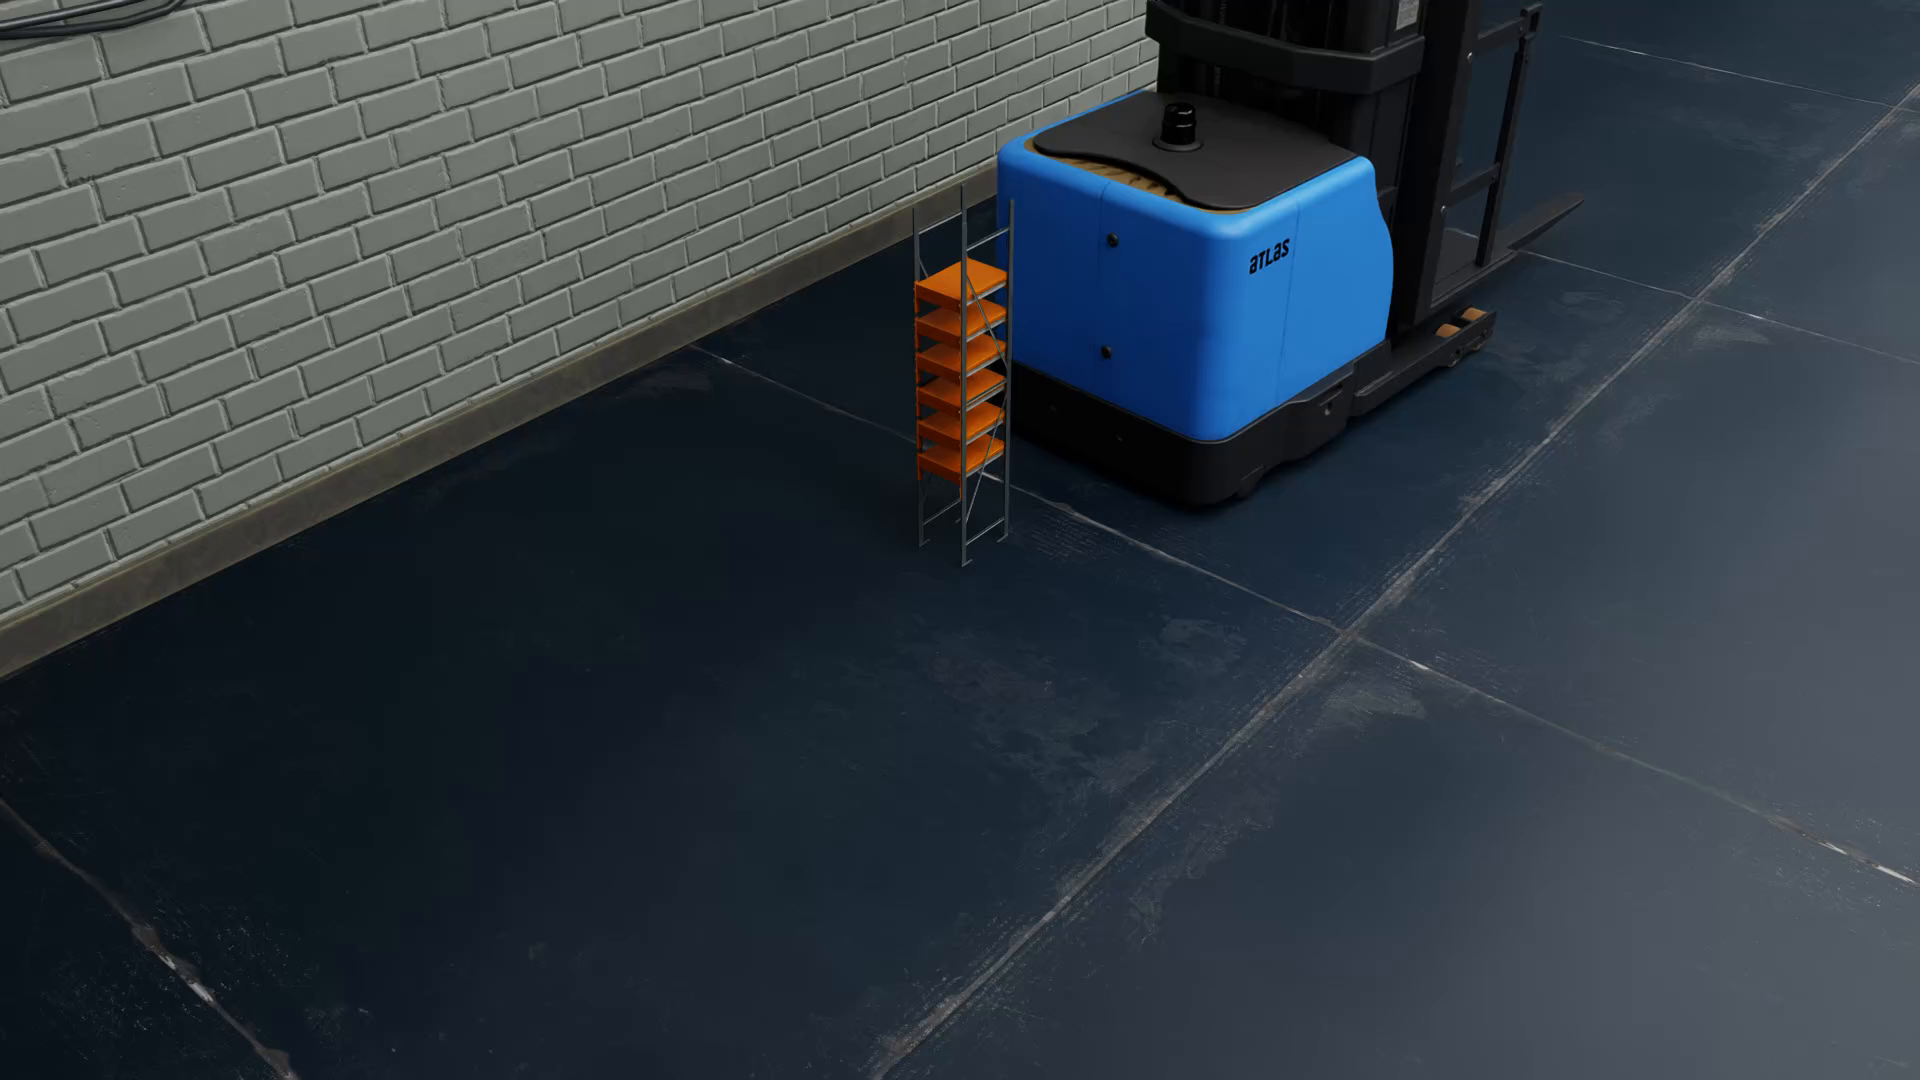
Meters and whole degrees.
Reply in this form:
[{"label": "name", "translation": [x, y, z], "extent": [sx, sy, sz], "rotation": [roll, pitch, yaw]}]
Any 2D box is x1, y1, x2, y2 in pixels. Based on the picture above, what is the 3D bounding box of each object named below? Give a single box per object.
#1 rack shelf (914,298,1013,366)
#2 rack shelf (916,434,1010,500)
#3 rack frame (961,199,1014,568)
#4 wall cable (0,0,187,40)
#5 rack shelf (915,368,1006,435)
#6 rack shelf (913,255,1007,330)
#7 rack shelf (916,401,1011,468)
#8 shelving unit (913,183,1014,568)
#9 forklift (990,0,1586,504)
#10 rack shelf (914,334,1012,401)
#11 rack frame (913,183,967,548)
[{"label": "rack shelf", "translation": [0.011, -0.651, 5.091], "extent": [0.180, 0.103, 0.258], "rotation": [25, 42, 32]}, {"label": "rack shelf", "translation": [0.011, -0.255, 5.362], "extent": [0.180, 0.103, 0.258], "rotation": [25, 42, 32]}, {"label": "rack frame", "translation": [0.081, -0.456, 5.153], "extent": [0.006, 1.200, 0.240], "rotation": [25, 42, 32]}, {"label": "wall cable", "translation": [-2.978, -1.924, 3.144], "extent": [0.112, 2.526, 3.097], "rotation": [25, 42, 32]}, {"label": "rack shelf", "translation": [0.011, -0.453, 5.226], "extent": [0.180, 0.103, 0.258], "rotation": [25, 42, 32]}, {"label": "rack shelf", "translation": [0.011, -0.749, 5.023], "extent": [0.180, 0.103, 0.258], "rotation": [25, 42, 32]}, {"label": "rack shelf", "translation": [0.011, -0.354, 5.294], "extent": [0.180, 0.103, 0.258], "rotation": [25, 42, 32]}, {"label": "shelving unit", "translation": [0.011, -0.489, 5.201], "extent": [0.189, 1.200, 0.258], "rotation": [25, 42, 32]}, {"label": "forklift", "translation": [1.493, -2.068, 5.971], "extent": [1.130, 2.935, 3.031], "rotation": [28, 44, 35]}, {"label": "rack shelf", "translation": [0.011, -0.552, 5.158], "extent": [0.180, 0.103, 0.258], "rotation": [25, 42, 32]}, {"label": "rack frame", "translation": [-0.059, -0.523, 5.250], "extent": [0.006, 1.200, 0.240], "rotation": [25, 42, 32]}]
